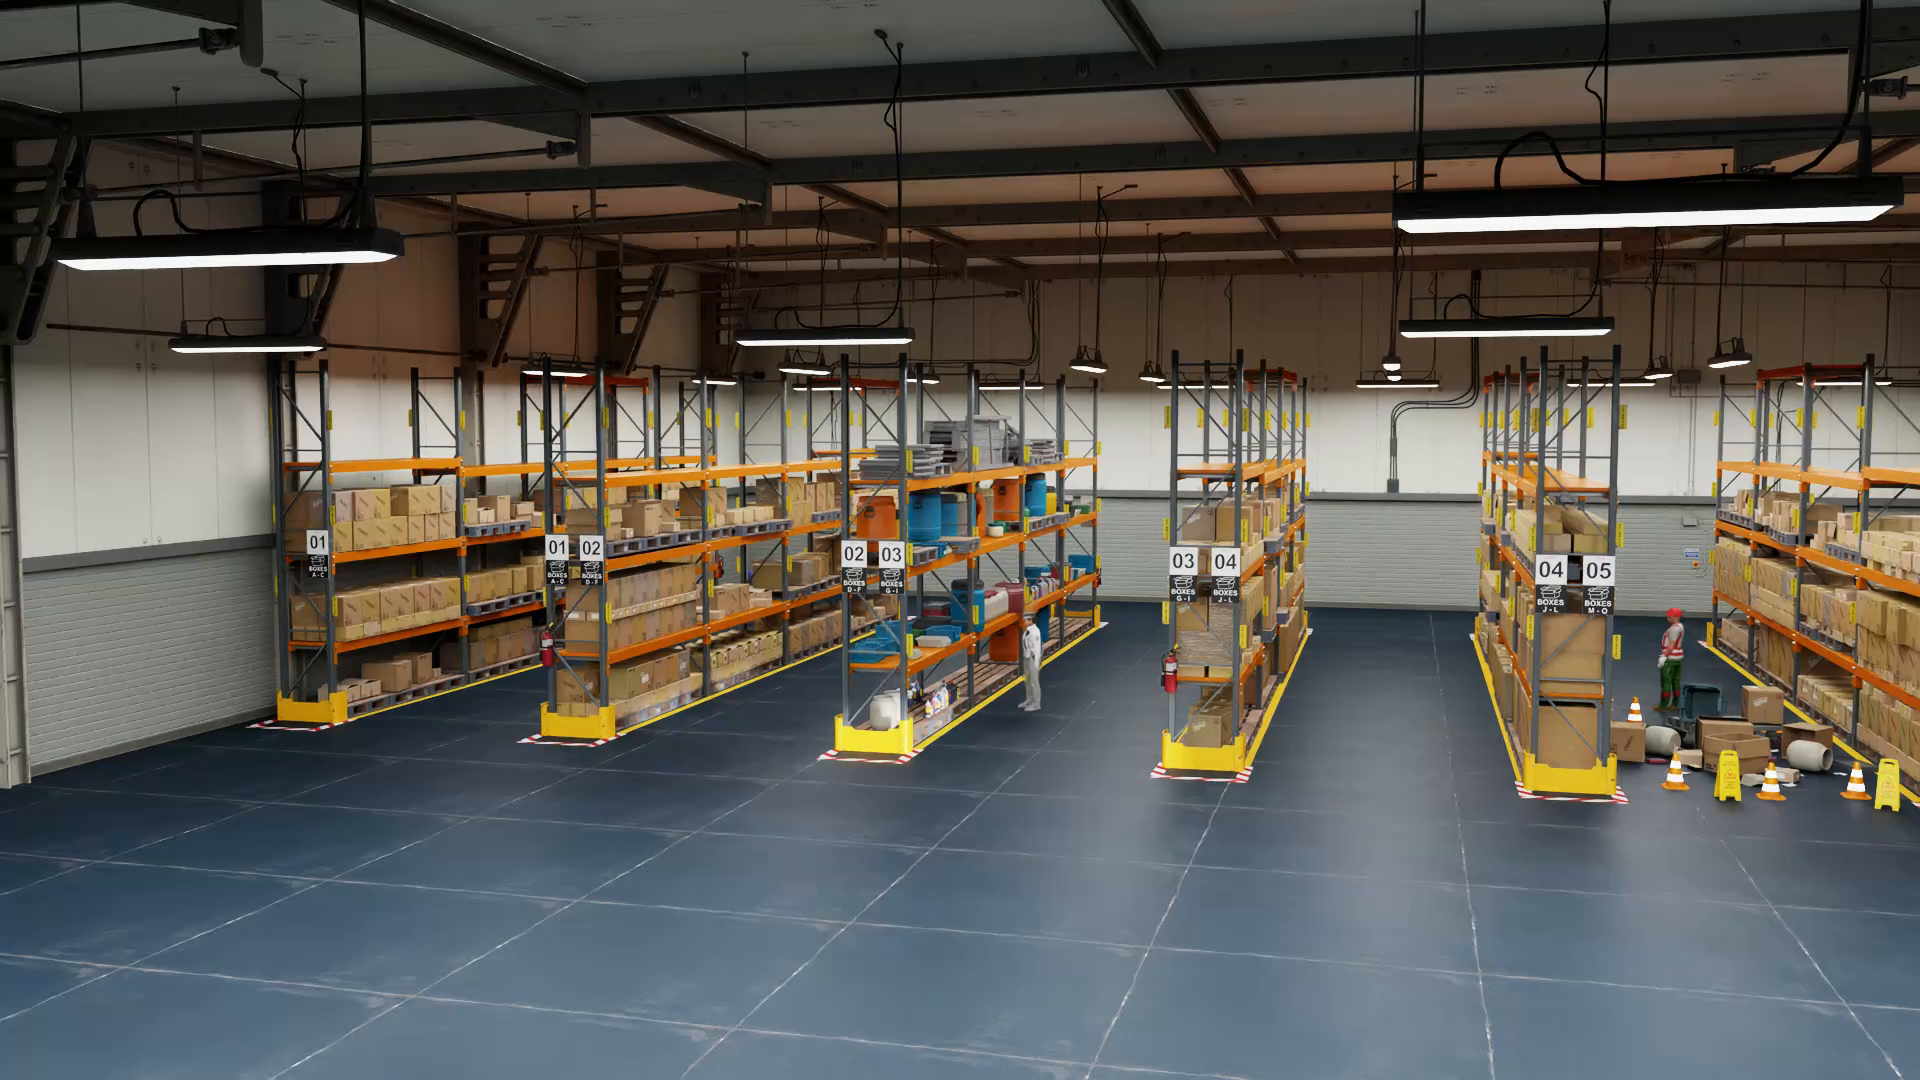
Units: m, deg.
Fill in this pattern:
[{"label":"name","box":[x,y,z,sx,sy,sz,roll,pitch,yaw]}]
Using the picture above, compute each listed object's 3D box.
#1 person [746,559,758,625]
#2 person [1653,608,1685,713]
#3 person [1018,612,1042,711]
[{"label":"person","box":[-5.010,1.258,40.811,0.516,1.605,0.951,1,4,10]},{"label":"person","box":[12.187,2.061,28.565,0.649,1.793,0.450,-3,5,-40]},{"label":"person","box":[1.209,2.067,28.562,0.371,1.669,0.548,-1,4,-14]}]
